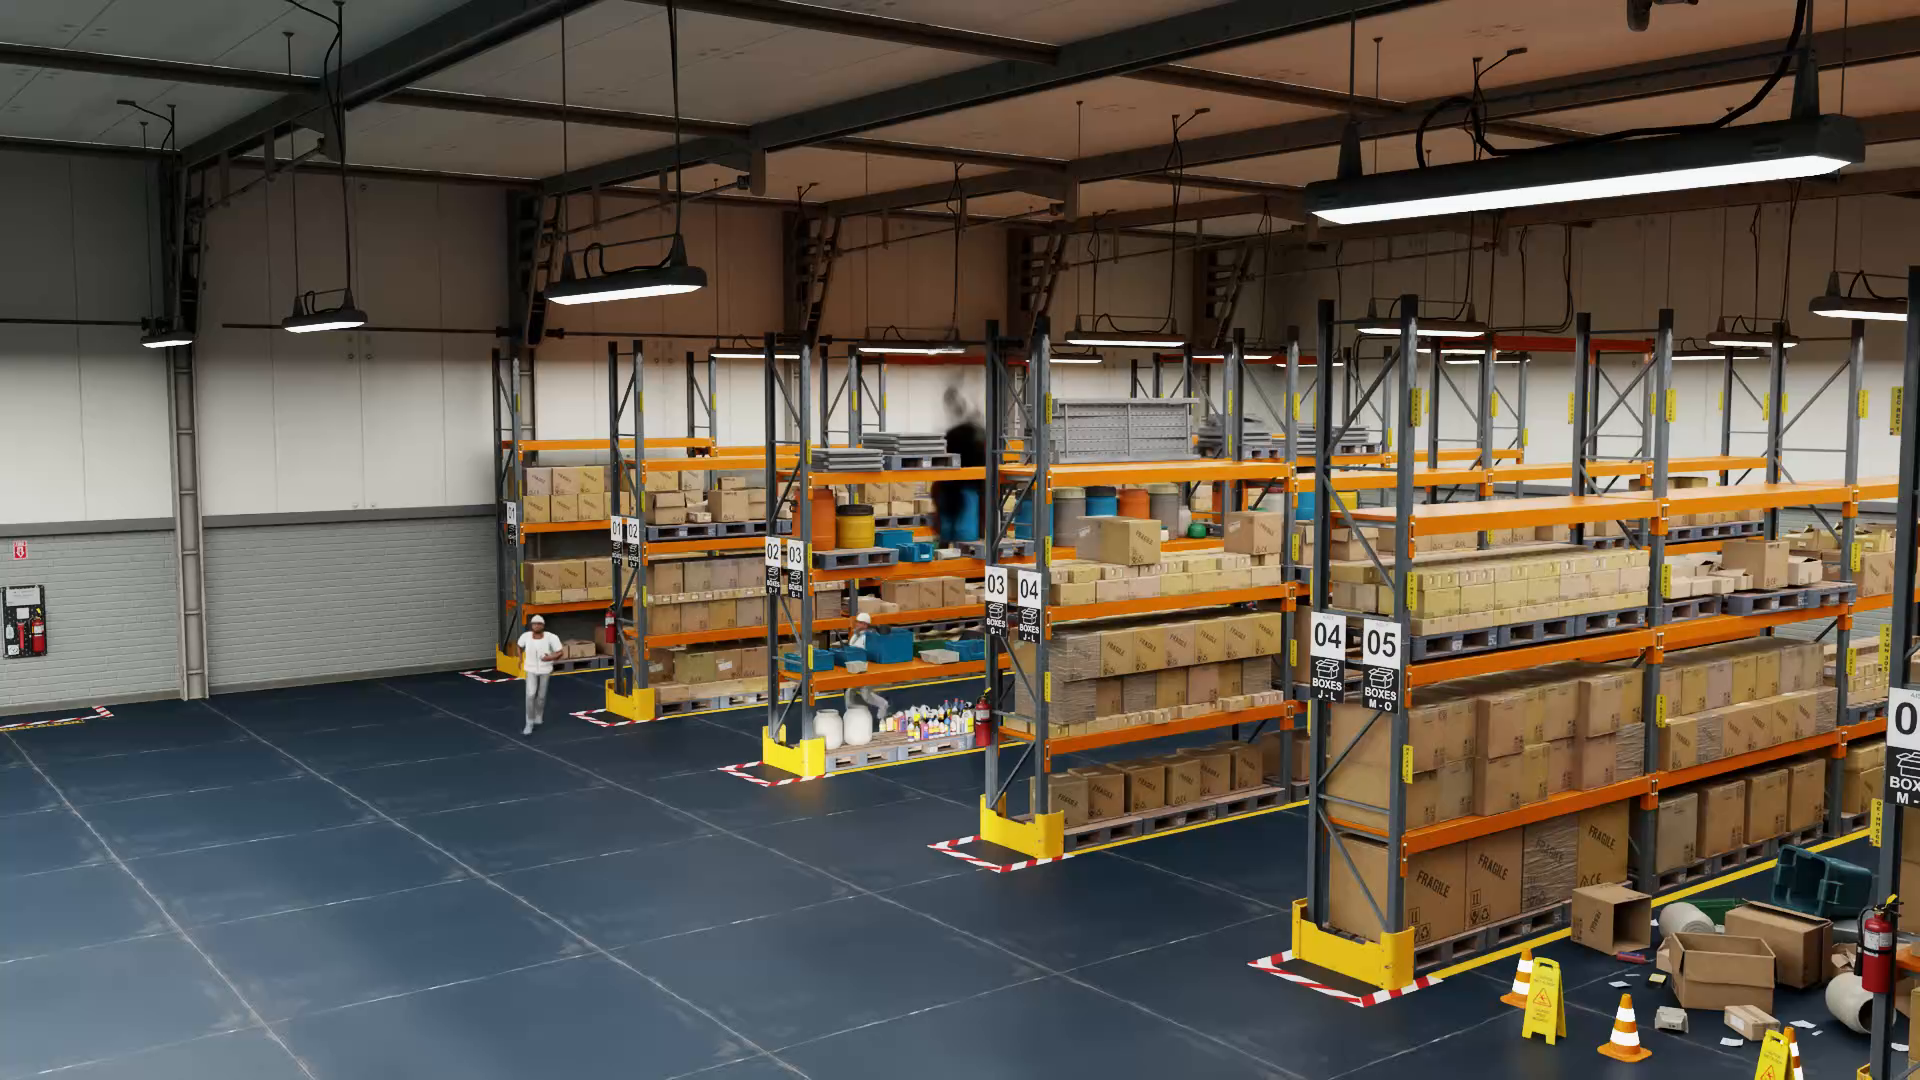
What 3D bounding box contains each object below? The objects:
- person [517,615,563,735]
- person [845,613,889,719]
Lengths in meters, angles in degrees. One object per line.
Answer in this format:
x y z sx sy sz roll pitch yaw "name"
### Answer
-6.452 2.048 25.572 0.697 1.821 0.779 -1 5 -12 "person"
-1.530 2.009 25.881 0.925 1.750 0.667 -5 7 -44 "person"
